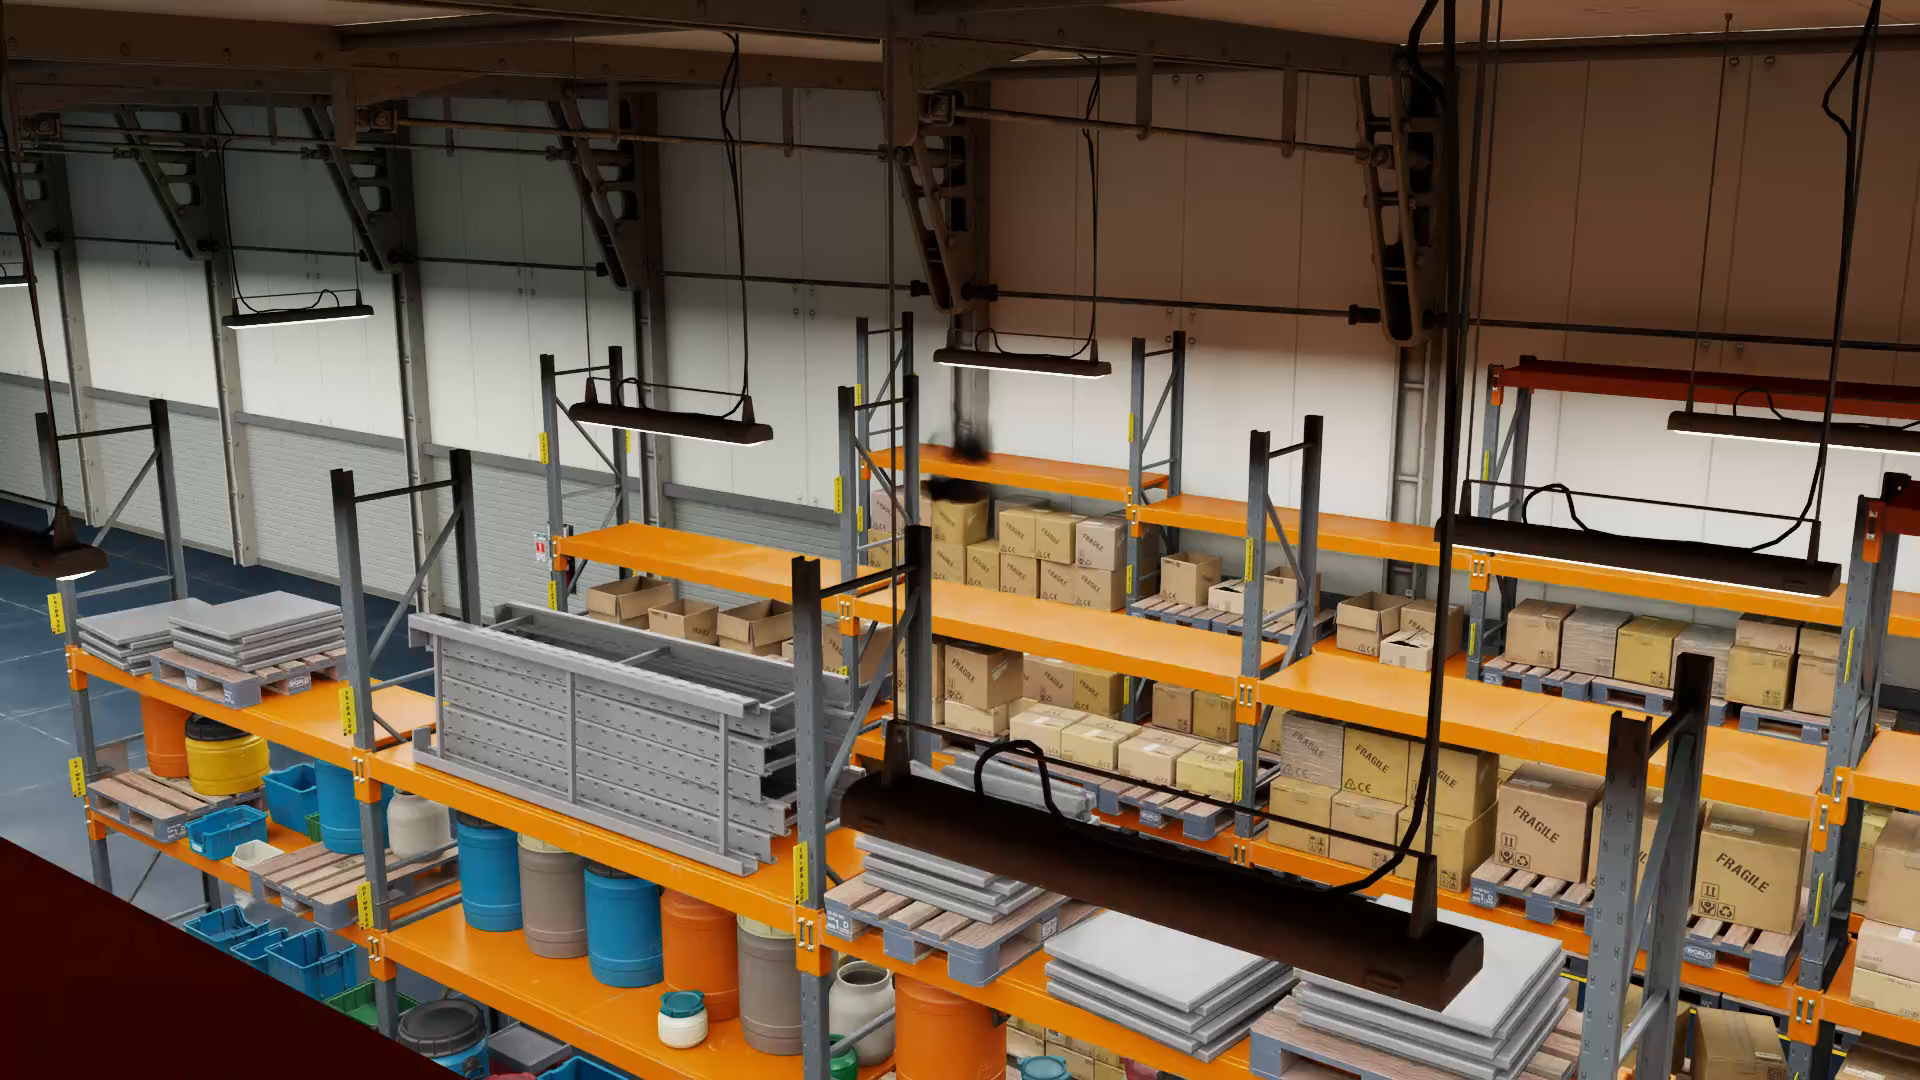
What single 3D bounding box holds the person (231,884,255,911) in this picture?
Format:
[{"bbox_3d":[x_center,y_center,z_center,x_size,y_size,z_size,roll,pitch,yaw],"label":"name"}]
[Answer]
[{"bbox_3d":[-7.582,3.135,17.946,0.827,1.820,0.723,-5,14,-22],"label":"person"}]
